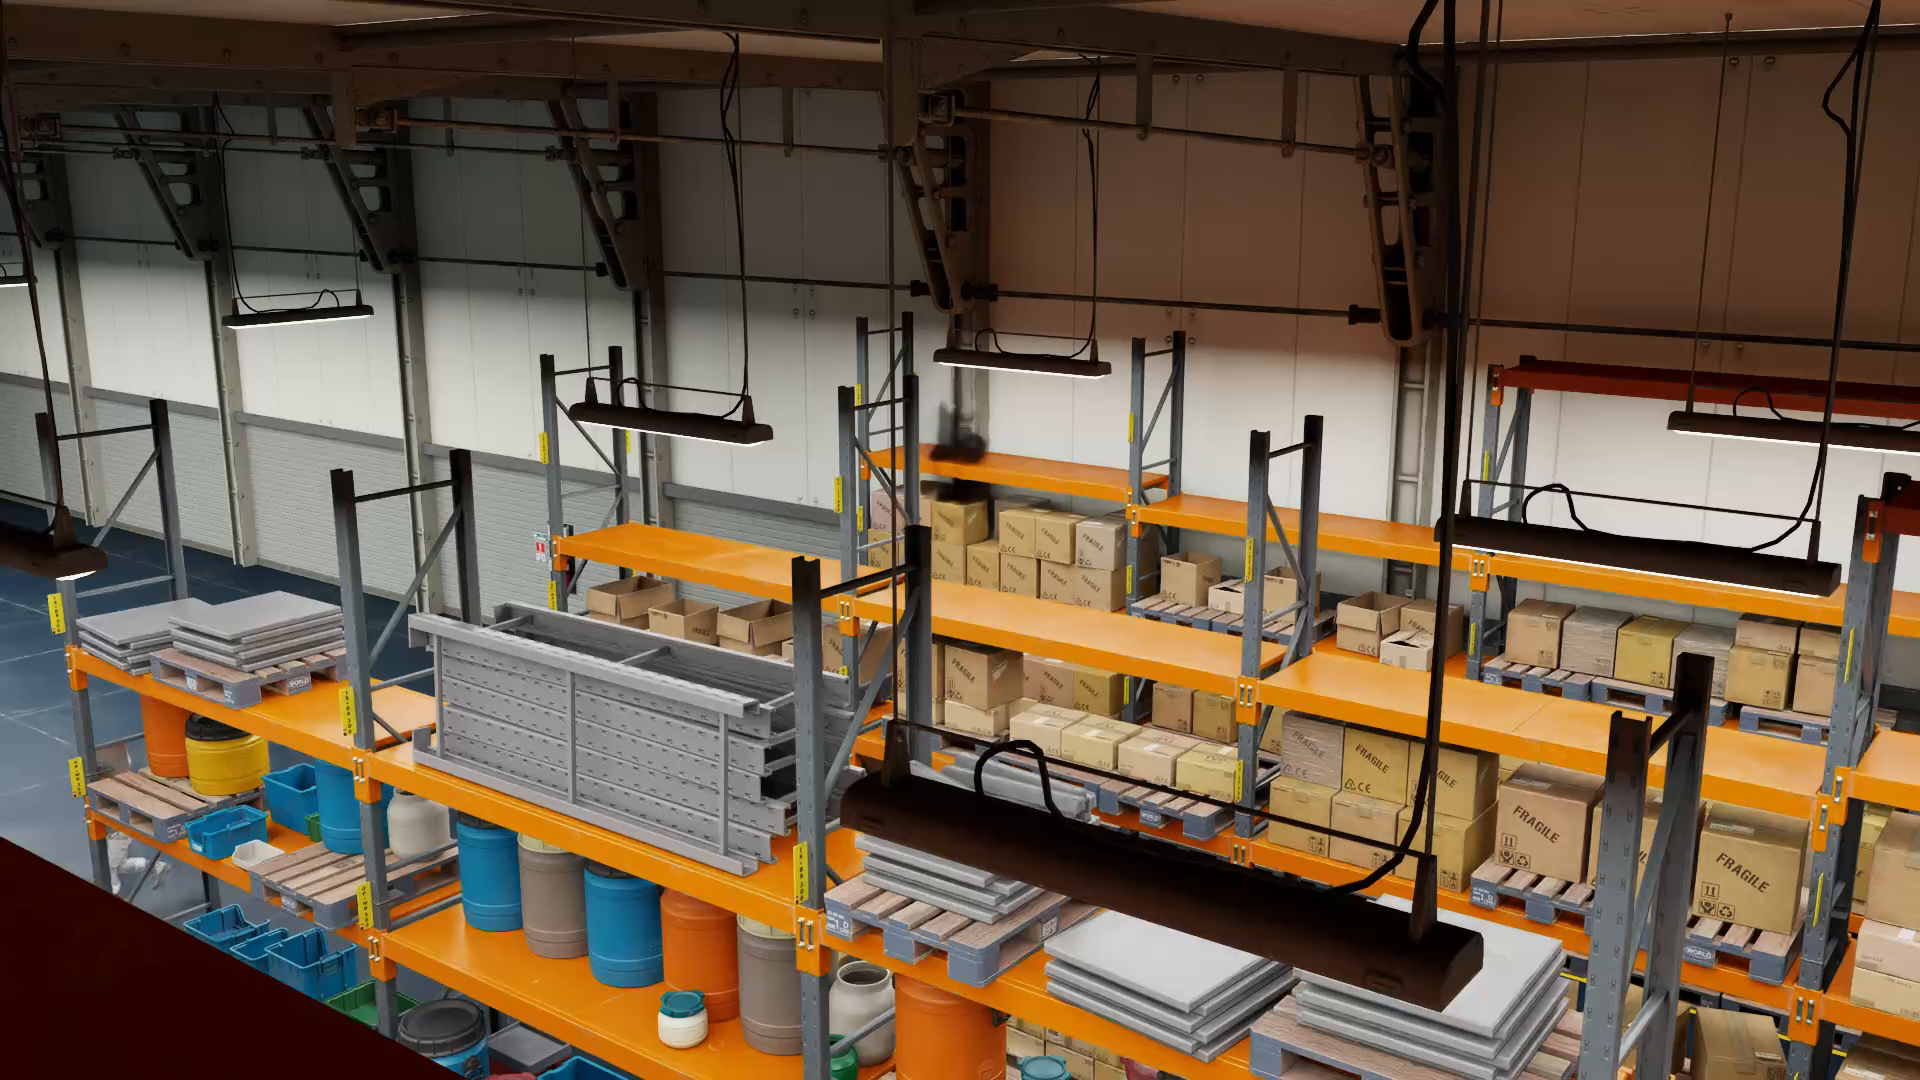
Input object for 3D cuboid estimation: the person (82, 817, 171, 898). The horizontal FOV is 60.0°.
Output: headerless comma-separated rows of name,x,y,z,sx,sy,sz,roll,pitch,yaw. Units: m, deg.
person,-8.964,3.143,17.830,0.869,1.772,0.657,-9,16,-35
